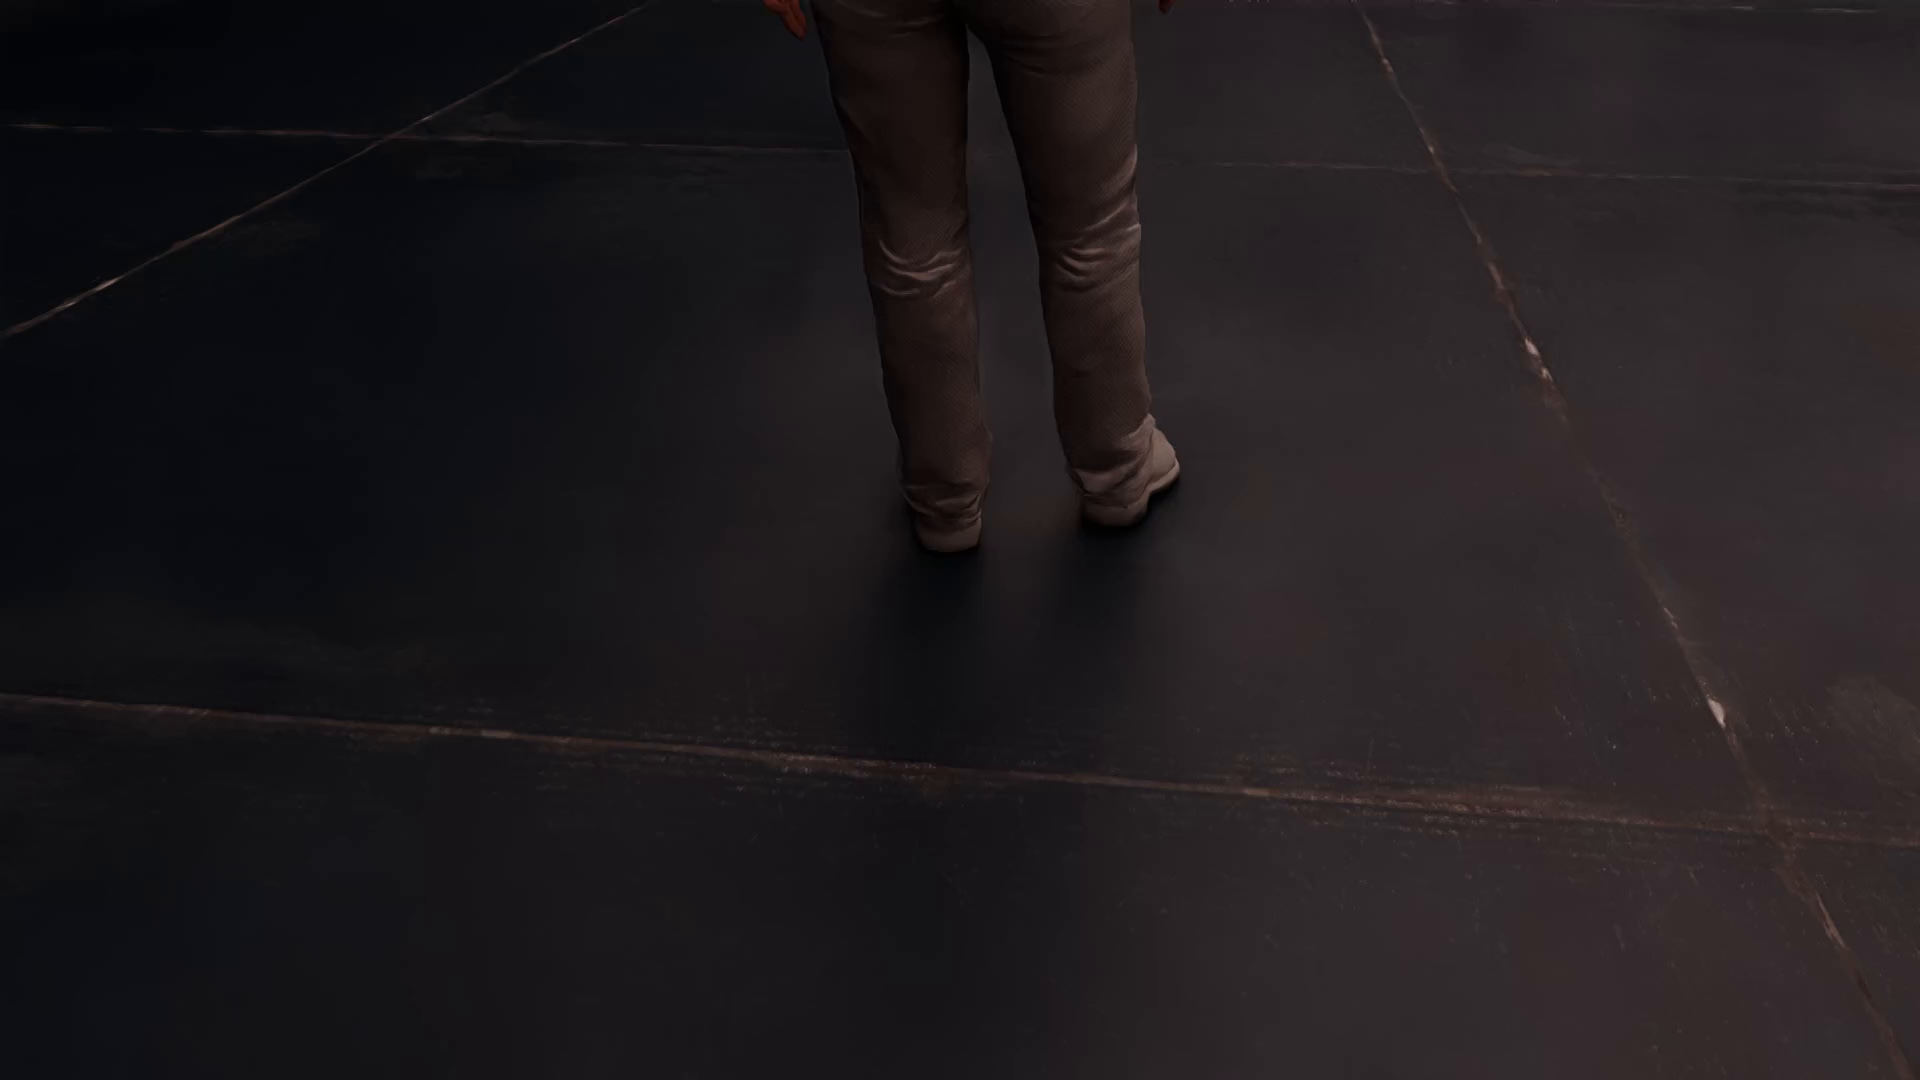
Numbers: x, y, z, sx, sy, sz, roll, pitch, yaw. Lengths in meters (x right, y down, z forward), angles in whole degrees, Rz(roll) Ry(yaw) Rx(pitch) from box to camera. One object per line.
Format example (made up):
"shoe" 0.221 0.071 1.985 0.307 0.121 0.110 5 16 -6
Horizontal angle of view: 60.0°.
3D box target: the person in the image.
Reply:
"person" 0.016 -0.827 2.155 0.632 1.773 0.567 3 27 7
